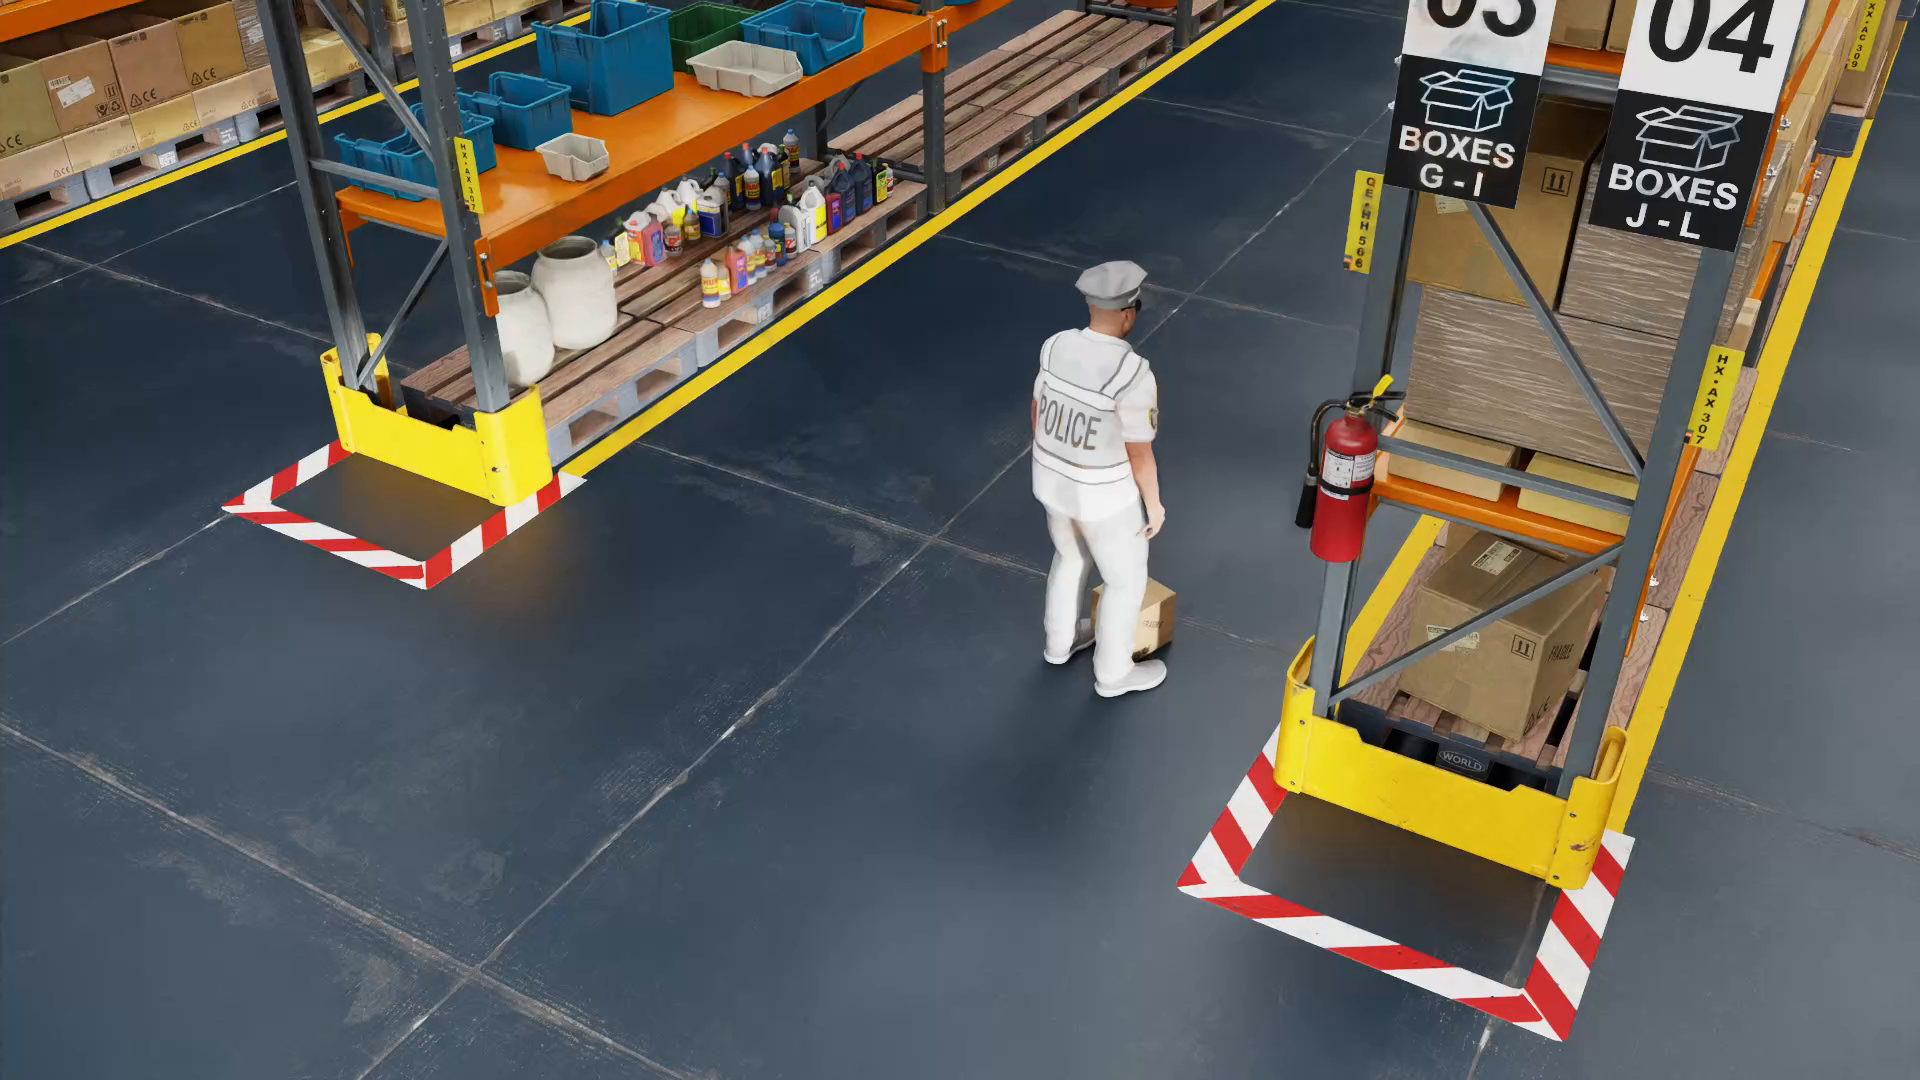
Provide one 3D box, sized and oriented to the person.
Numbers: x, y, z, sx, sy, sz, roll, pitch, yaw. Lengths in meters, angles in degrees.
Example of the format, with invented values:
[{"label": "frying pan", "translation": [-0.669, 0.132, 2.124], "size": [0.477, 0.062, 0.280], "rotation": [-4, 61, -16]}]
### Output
[{"label": "person", "translation": [0.521, -0.207, 6.442], "size": [0.437, 1.749, 0.606], "rotation": [-28, 43, -35]}]
